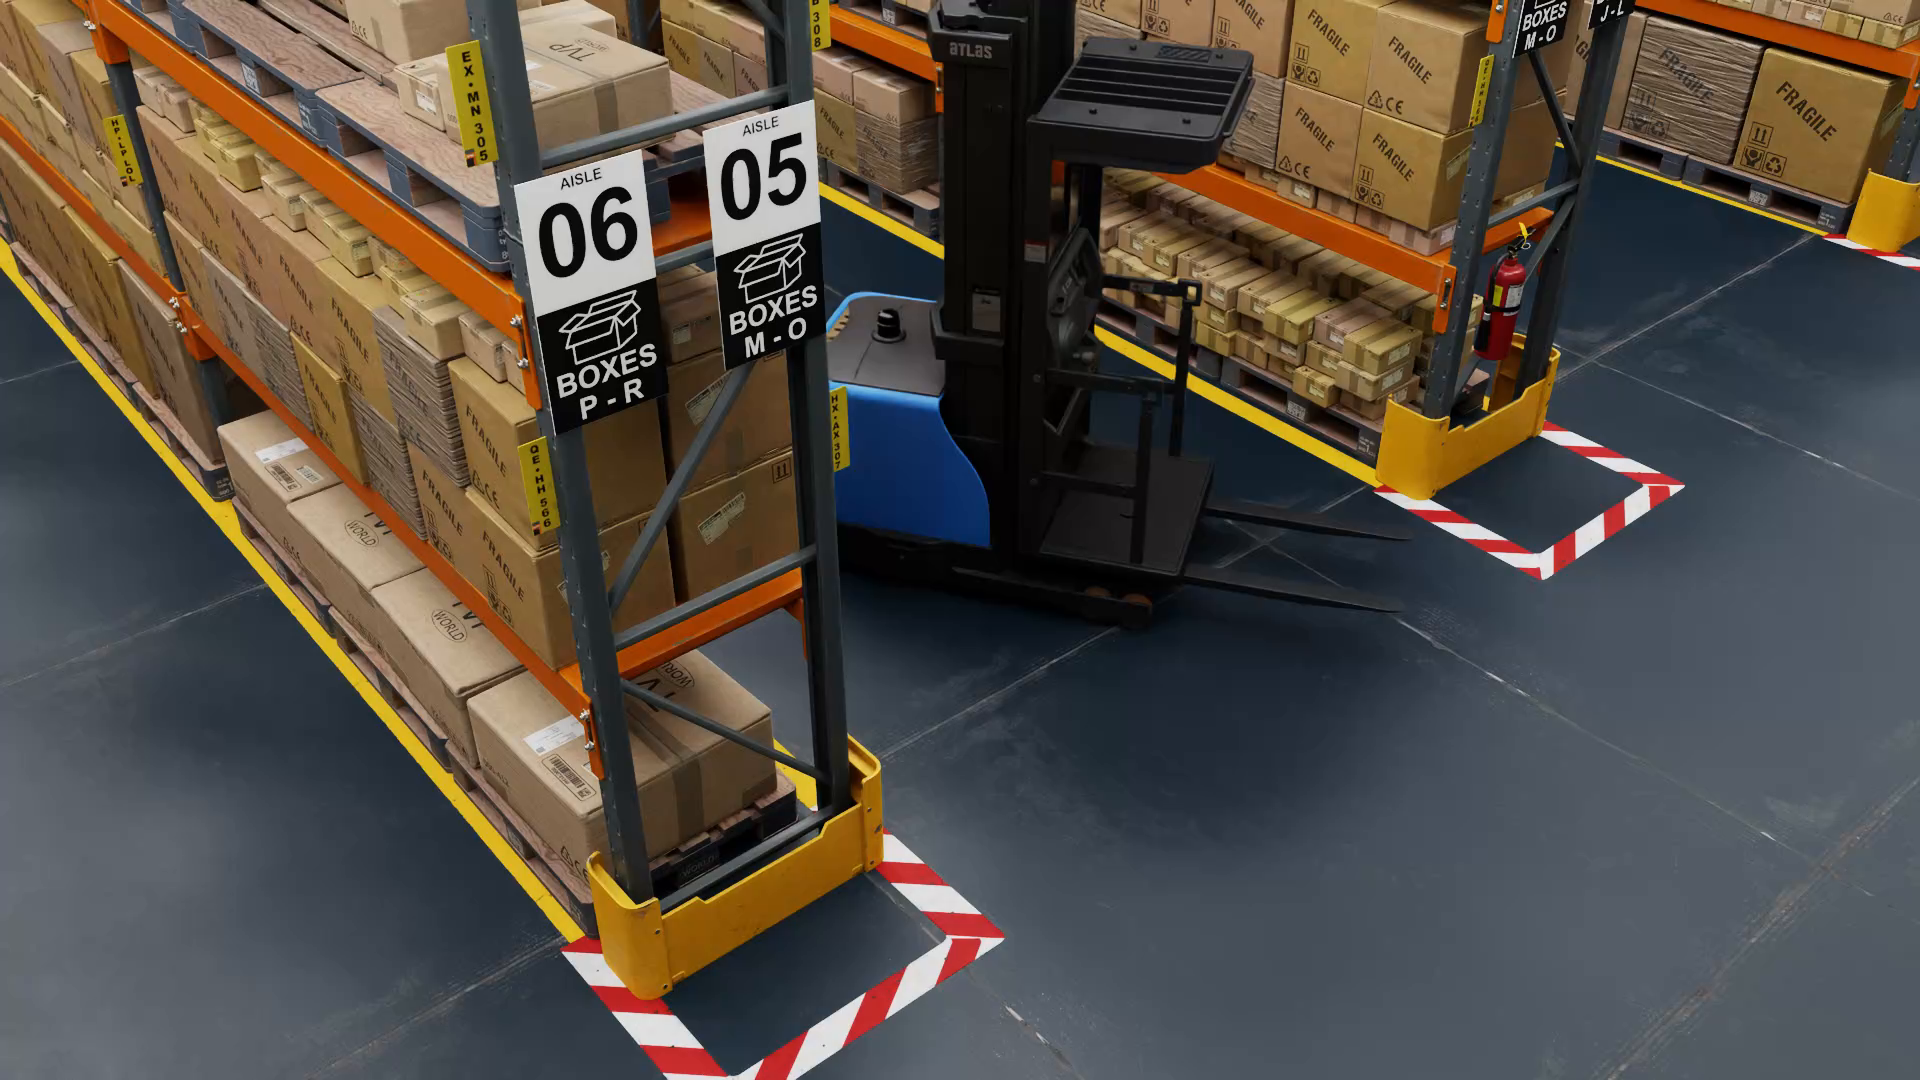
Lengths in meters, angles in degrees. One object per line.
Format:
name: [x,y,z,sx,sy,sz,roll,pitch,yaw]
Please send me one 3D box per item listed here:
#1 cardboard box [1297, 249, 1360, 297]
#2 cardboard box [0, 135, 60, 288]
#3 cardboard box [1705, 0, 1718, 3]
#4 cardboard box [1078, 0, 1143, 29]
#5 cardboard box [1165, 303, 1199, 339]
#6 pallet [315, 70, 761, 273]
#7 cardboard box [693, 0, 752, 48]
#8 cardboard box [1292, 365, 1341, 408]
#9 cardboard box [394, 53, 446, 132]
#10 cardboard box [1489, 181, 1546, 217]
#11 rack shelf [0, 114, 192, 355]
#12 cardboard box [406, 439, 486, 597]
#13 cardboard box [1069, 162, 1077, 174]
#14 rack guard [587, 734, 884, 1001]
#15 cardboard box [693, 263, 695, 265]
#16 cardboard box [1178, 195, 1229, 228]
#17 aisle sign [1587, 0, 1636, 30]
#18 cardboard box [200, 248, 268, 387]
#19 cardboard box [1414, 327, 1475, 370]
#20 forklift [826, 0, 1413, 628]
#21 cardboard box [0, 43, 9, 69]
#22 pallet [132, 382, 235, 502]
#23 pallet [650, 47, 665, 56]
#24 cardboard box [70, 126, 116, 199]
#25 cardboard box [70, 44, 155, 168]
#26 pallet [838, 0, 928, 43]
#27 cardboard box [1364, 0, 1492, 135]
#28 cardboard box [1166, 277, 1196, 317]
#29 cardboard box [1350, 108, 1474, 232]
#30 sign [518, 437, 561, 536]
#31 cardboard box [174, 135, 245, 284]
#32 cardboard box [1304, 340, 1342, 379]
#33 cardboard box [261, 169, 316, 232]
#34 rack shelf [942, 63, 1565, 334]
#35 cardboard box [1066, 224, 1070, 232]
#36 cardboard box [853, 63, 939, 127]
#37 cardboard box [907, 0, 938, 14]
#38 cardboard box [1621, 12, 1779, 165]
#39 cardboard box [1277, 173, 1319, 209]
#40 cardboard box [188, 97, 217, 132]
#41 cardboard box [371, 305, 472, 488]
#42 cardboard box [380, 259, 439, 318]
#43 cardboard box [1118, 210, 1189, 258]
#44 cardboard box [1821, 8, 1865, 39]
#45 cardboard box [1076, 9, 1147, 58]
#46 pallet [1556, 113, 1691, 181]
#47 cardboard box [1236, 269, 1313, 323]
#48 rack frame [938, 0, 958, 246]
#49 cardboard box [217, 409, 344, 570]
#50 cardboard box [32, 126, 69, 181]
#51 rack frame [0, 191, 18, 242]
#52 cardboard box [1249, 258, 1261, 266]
cardboard box: [2.223,-1.604,9.909,0.380,0.149,0.250,-28,44,-34]
cardboard box: [-5.638,-2.290,10.764,0.875,0.875,0.875,-26,43,-32]
cardboard box: [5.404,-3.982,11.896,0.380,0.149,0.250,-26,43,-32]
cardboard box: [1.030,-3.270,9.463,0.500,0.500,0.500,-25,42,-31]
cardboard box: [1.469,-1.389,10.121,0.380,0.149,0.250,-25,42,-31]
pallet: [-1.344,-1.301,5.375,1.003,0.211,1.213,-26,43,-32]
cardboard box: [-1.716,-4.051,12.927,0.500,0.250,0.500,-27,43,-32]
cardboard box: [2.117,-0.919,9.457,0.380,0.149,0.250,-25,42,-30]
cardboard box: [-1.548,-1.444,5.267,0.380,0.149,0.250,-30,45,-35]
cardboard box: [2.900,-1.843,8.876,0.380,0.149,0.250,-26,43,-32]
rack shelf: [-4.729,-2.145,9.707,1.077,0.370,4.000,-26,43,-32]
cardboard box: [-1.683,-0.172,6.212,0.500,0.500,0.500,-27,43,-33]
cardboard box: [0.901,-2.539,11.230,0.380,0.149,0.250,-25,43,-31]
rack guard: [-0.842,1.241,6.466,1.175,0.500,0.348,-26,43,-32]
cardboard box: [-1.178,-1.010,5.969,0.380,0.149,0.250,-25,42,-30]
cardboard box: [1.604,-2.089,10.594,0.380,0.149,0.250,-28,44,-33]
aisle sign: [3.135,-2.821,7.790,0.394,0.787,0.004,-26,43,-32]
cardboard box: [-3.014,-1.068,7.477,0.500,0.500,0.500,-26,43,-32]
cardboard box: [2.717,-1.137,9.507,0.380,0.149,0.250,-24,42,-30]
forklift: [0.721,-1.114,7.688,3.031,2.935,1.130,10,36,13]
cardboard box: [-5.239,-3.012,9.357,0.500,0.500,0.500,-25,42,-31]
pallet: [-3.994,-0.730,9.500,1.003,0.211,1.213,-26,43,-32]
pallet: [-2.755,-4.451,14.753,1.003,0.211,1.213,-26,43,-32]
cardboard box: [-4.237,-2.020,8.606,0.500,0.250,0.500,-25,42,-31]
cardboard box: [-3.919,-2.108,8.081,0.500,0.500,0.500,-25,42,-30]
pallet: [-0.104,-3.760,11.531,1.003,0.211,1.213,-26,43,-32]
cardboard box: [2.374,-2.360,8.179,0.500,0.500,0.500,-27,43,-33]
cardboard box: [1.468,-1.509,10.033,0.380,0.149,0.250,-24,42,-30]
cardboard box: [2.372,-1.945,8.459,0.500,0.500,0.500,-25,42,-31]
sign: [-1.281,-0.163,5.079,0.100,0.325,0.005,-26,43,-32]
cardboard box: [-2.995,-1.479,7.192,0.500,0.500,0.500,-27,43,-32]
cardboard box: [2.173,-1.072,9.415,0.380,0.149,0.250,-27,43,-33]
cardboard box: [-2.465,-1.354,6.454,0.380,0.149,0.250,-26,43,-32]
rack shelf: [1.568,-2.270,9.883,1.077,0.370,4.000,-26,43,-32]
cardboard box: [0.856,-2.004,10.731,0.380,0.149,0.250,-28,44,-34]
cardboard box: [-0.396,-3.138,11.638,0.500,0.250,0.500,-27,44,-33]
cardboard box: [-0.130,-3.617,11.017,0.380,0.149,0.250,-27,43,-33]
cardboard box: [5.652,-3.445,12.395,0.875,0.875,0.875,-26,43,-32]
cardboard box: [1.945,-1.949,9.026,0.380,0.149,0.250,-25,42,-31]
cardboard box: [-3.058,-1.829,7.125,0.380,0.149,0.250,-27,43,-32]
cardboard box: [-1.710,-0.582,5.927,0.500,0.500,0.500,-26,43,-32]
cardboard box: [-1.786,-0.899,5.813,0.380,0.149,0.250,-25,42,-31]
cardboard box: [1.201,-1.892,10.316,0.380,0.149,0.250,-28,44,-34]
cardboard box: [6.063,-3.532,11.260,0.380,0.149,0.250,-26,43,-31]
cardboard box: [1.027,-2.845,9.728,0.500,0.500,0.500,-27,43,-33]
pallet: [5.354,-3.210,13.001,1.003,0.211,1.213,-26,43,-32]
cardboard box: [1.823,-1.408,9.632,0.380,0.149,0.250,-28,44,-33]
rack frame: [0.278,-3.447,10.922,1.000,3.000,0.127,-26,43,-32]
cardboard box: [-3.115,-0.364,8.424,0.875,0.438,0.875,-27,43,-32]
cardboard box: [-4.896,-2.280,9.405,0.500,0.250,0.500,-26,43,-32]
rack frame: [-6.020,-3.322,10.746,1.000,3.000,0.127,-26,43,-32]
cardboard box: [1.825,-1.694,10.293,0.380,0.149,0.250,-24,42,-30]
